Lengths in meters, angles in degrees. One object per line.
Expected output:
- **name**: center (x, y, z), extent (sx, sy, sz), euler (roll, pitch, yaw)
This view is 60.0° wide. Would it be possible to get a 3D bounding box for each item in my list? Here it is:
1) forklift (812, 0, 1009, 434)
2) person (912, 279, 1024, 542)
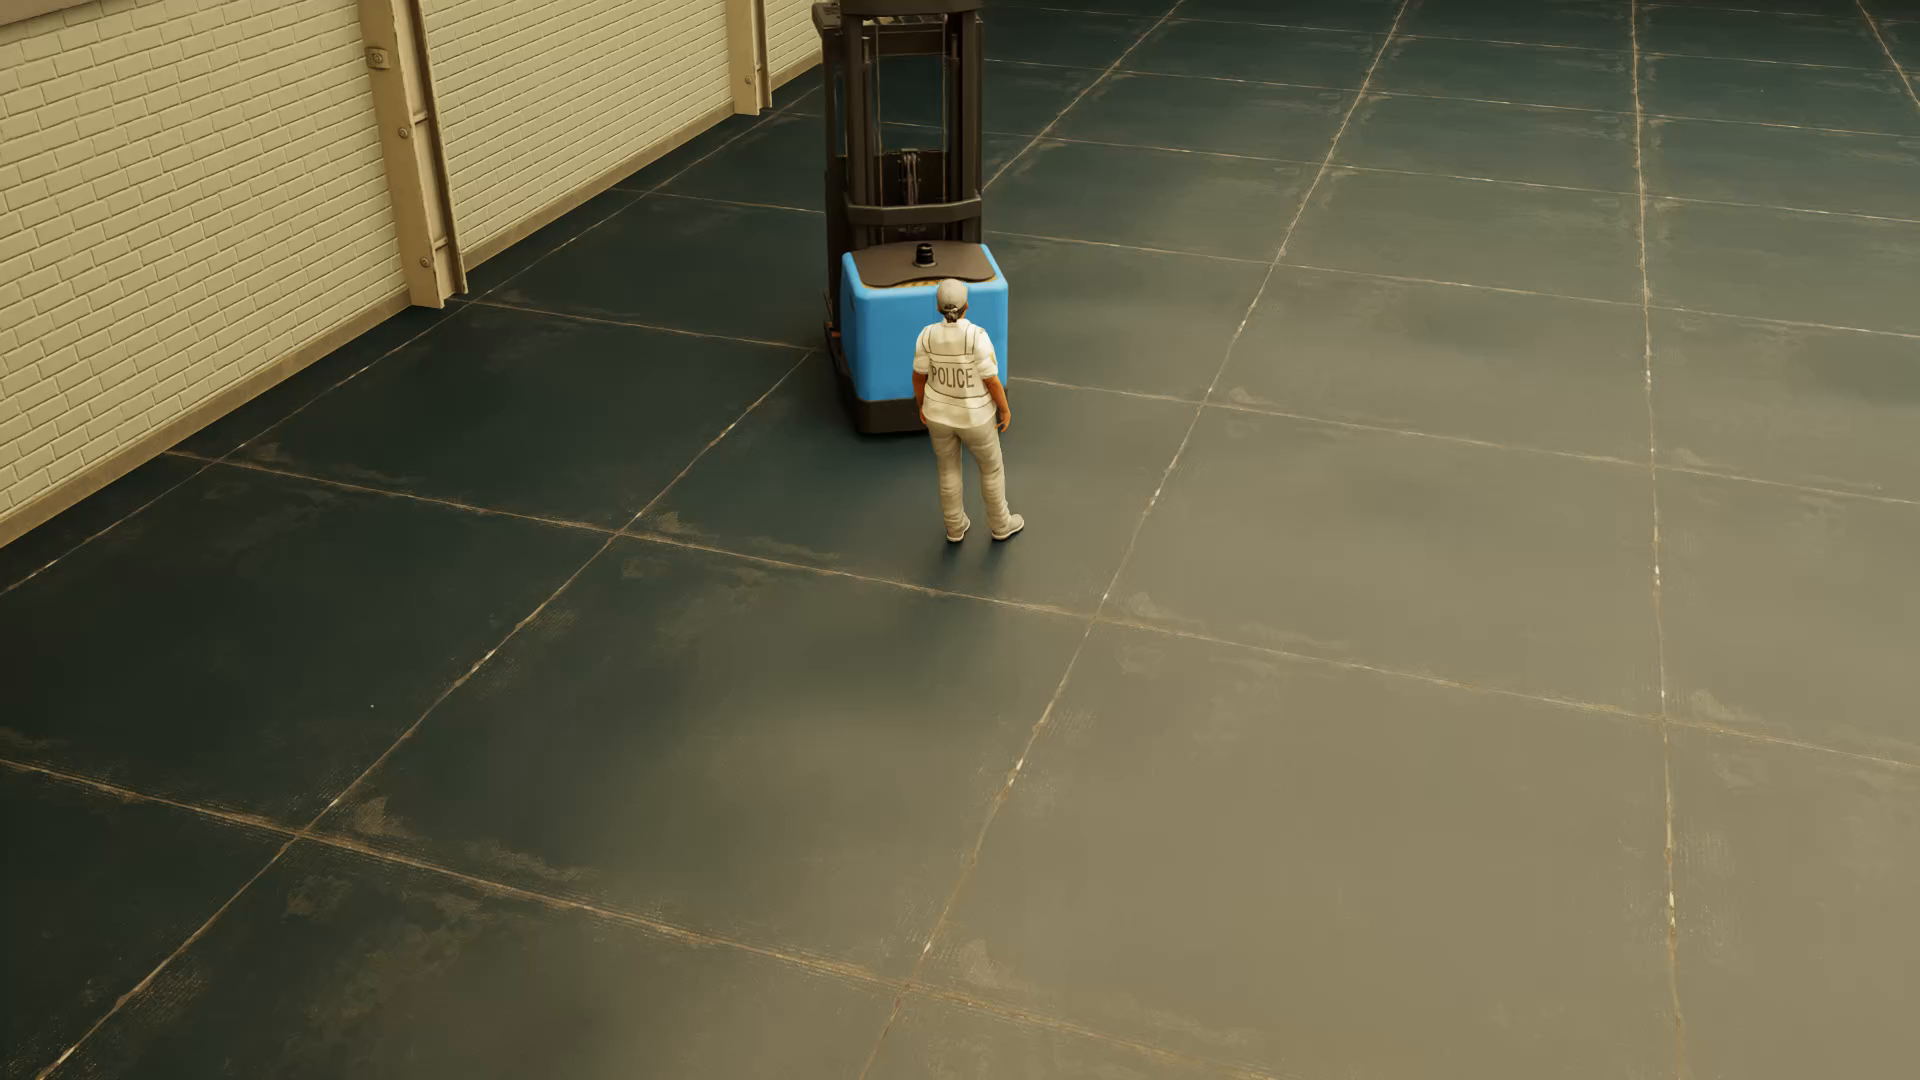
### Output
- **forklift**: center (-0.432, -2.703, 11.878), extent (1.130, 2.935, 3.031), euler (-5, 30, -9)
- **person**: center (0.047, -0.763, 9.736), extent (0.597, 1.670, 0.529), euler (10, 31, 16)
